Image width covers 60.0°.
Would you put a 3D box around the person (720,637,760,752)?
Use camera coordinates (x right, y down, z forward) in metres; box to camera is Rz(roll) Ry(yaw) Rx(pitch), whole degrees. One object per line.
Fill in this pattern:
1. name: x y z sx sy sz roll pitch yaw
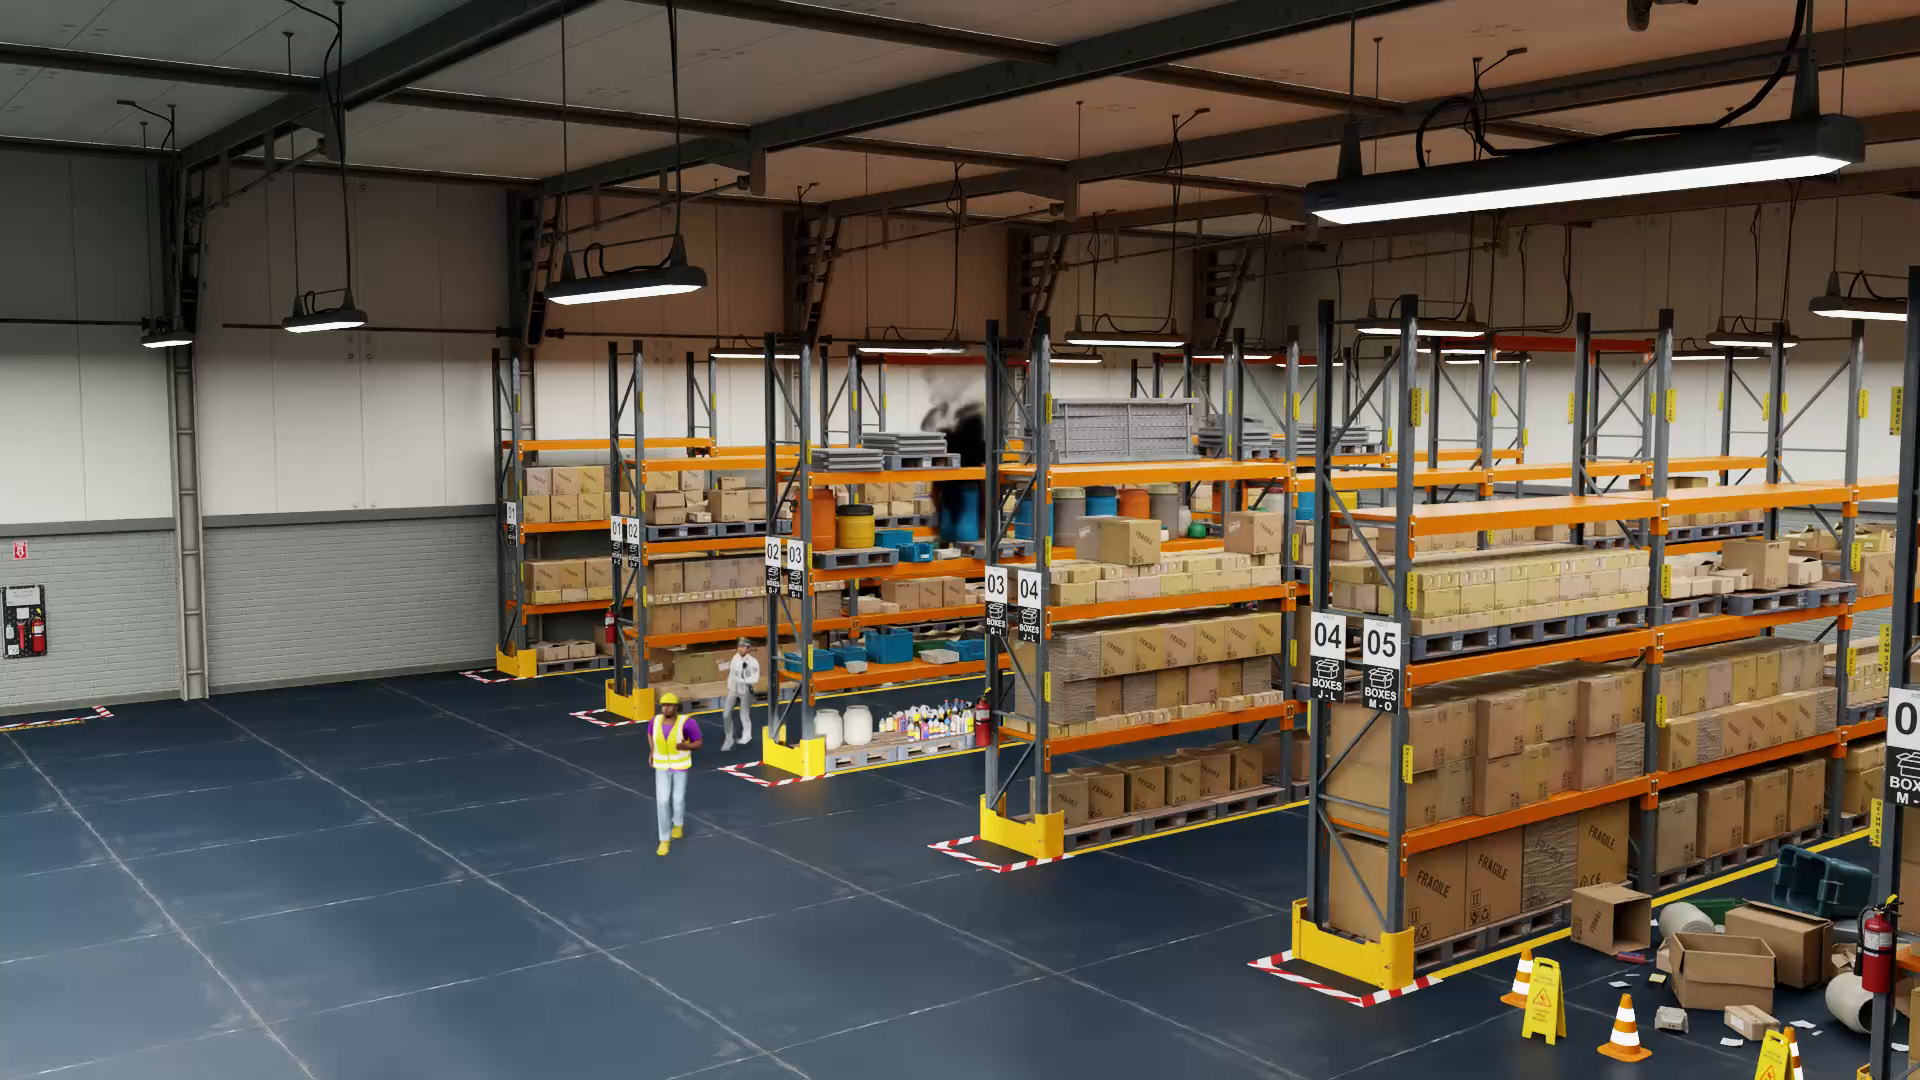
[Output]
1. person: -3.112 2.238 24.105 0.616 1.740 0.675 2 5 24

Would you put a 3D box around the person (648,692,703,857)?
1. person: -3.251 2.630 18.947 0.666 1.828 0.806 0 5 -2

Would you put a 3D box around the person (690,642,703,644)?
1. person: -4.640 1.765 29.314 0.970 1.633 0.592 -4 6 -37
